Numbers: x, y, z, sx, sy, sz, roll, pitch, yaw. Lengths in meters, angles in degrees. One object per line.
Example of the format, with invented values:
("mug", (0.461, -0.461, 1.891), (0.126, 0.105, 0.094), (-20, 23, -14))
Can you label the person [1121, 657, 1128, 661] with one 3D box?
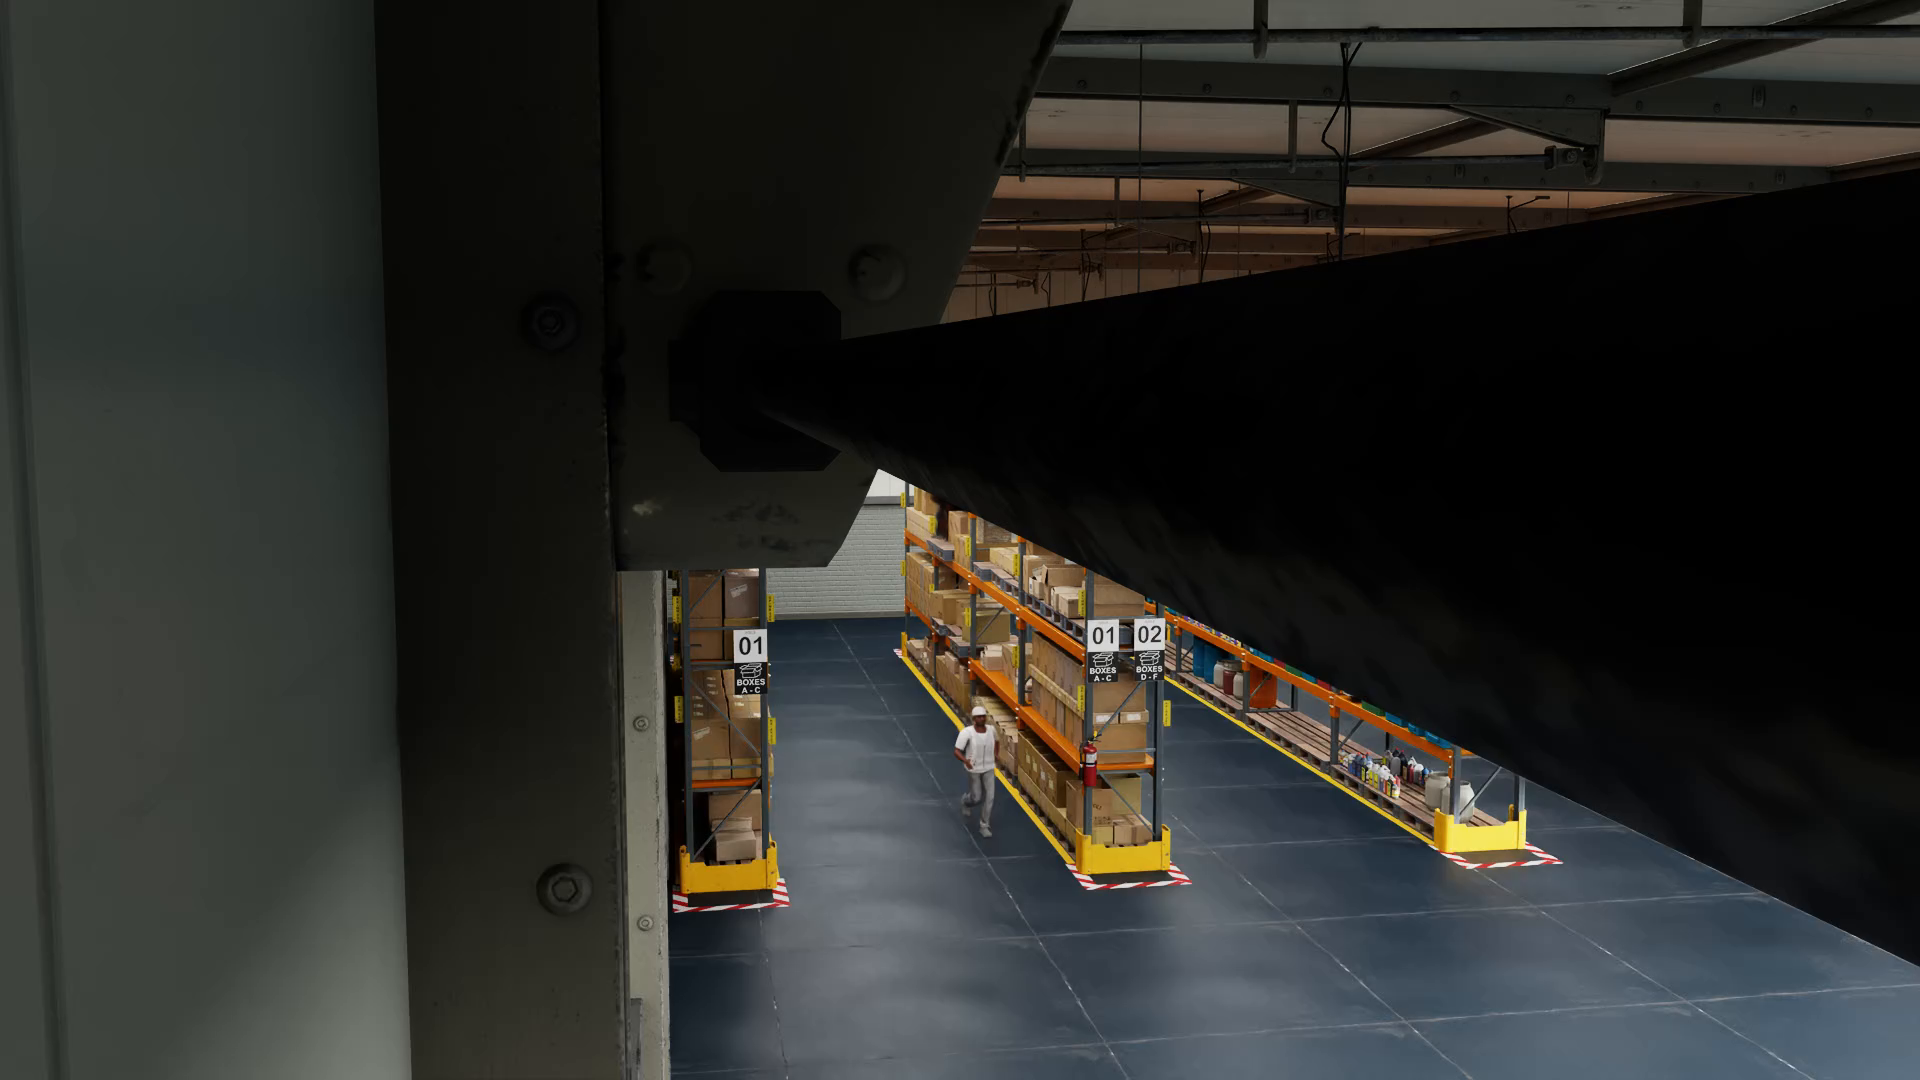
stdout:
("person", (2.850, 2.322, 30.347), (0.611, 1.681, 0.940), (-2, 6, -20))

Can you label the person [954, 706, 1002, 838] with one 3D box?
("person", (0.266, 3.121, 22.670), (0.701, 1.748, 0.831), (-2, 6, -20))
